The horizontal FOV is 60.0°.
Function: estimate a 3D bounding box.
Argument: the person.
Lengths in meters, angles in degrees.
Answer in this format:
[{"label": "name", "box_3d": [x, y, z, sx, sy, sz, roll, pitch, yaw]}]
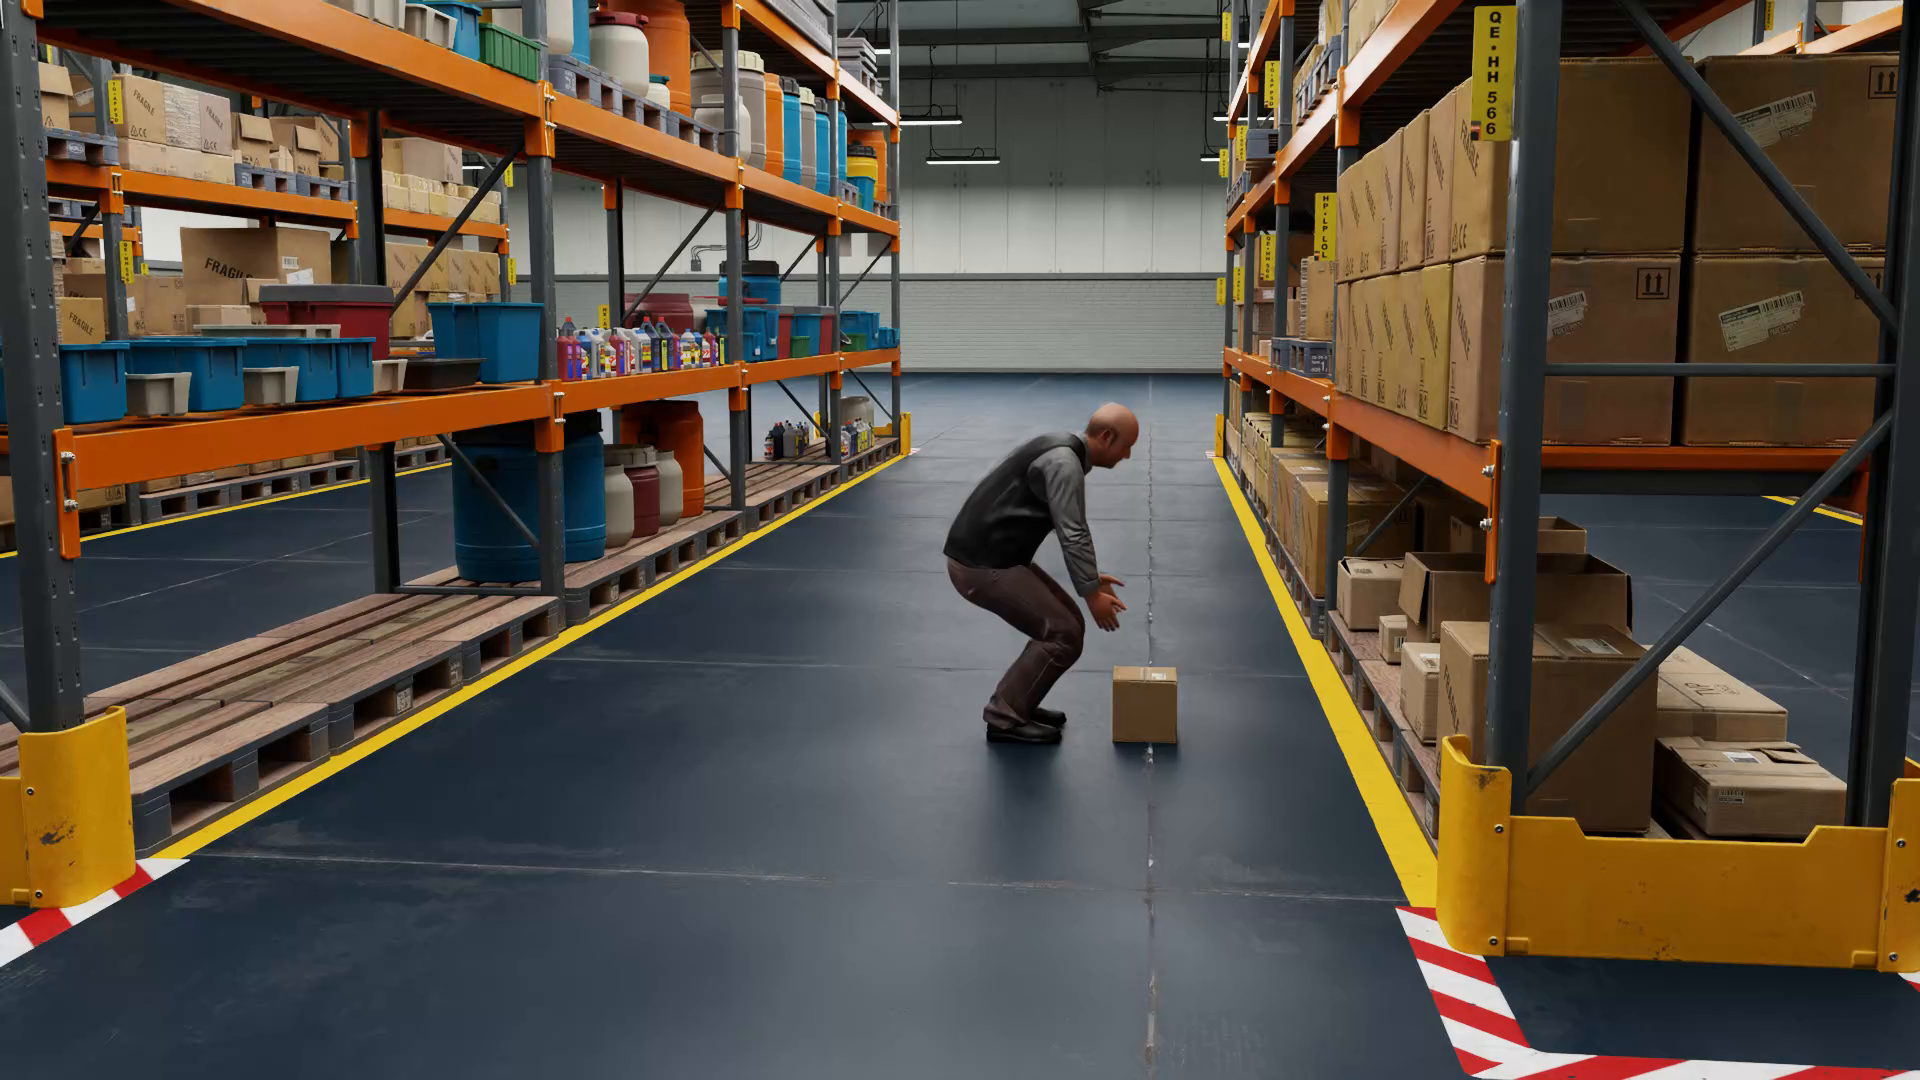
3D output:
[{"label": "person", "box_3d": [0.321, 0.167, 6.595, 0.756, 1.209, 0.589, 1, 8, 6]}]
